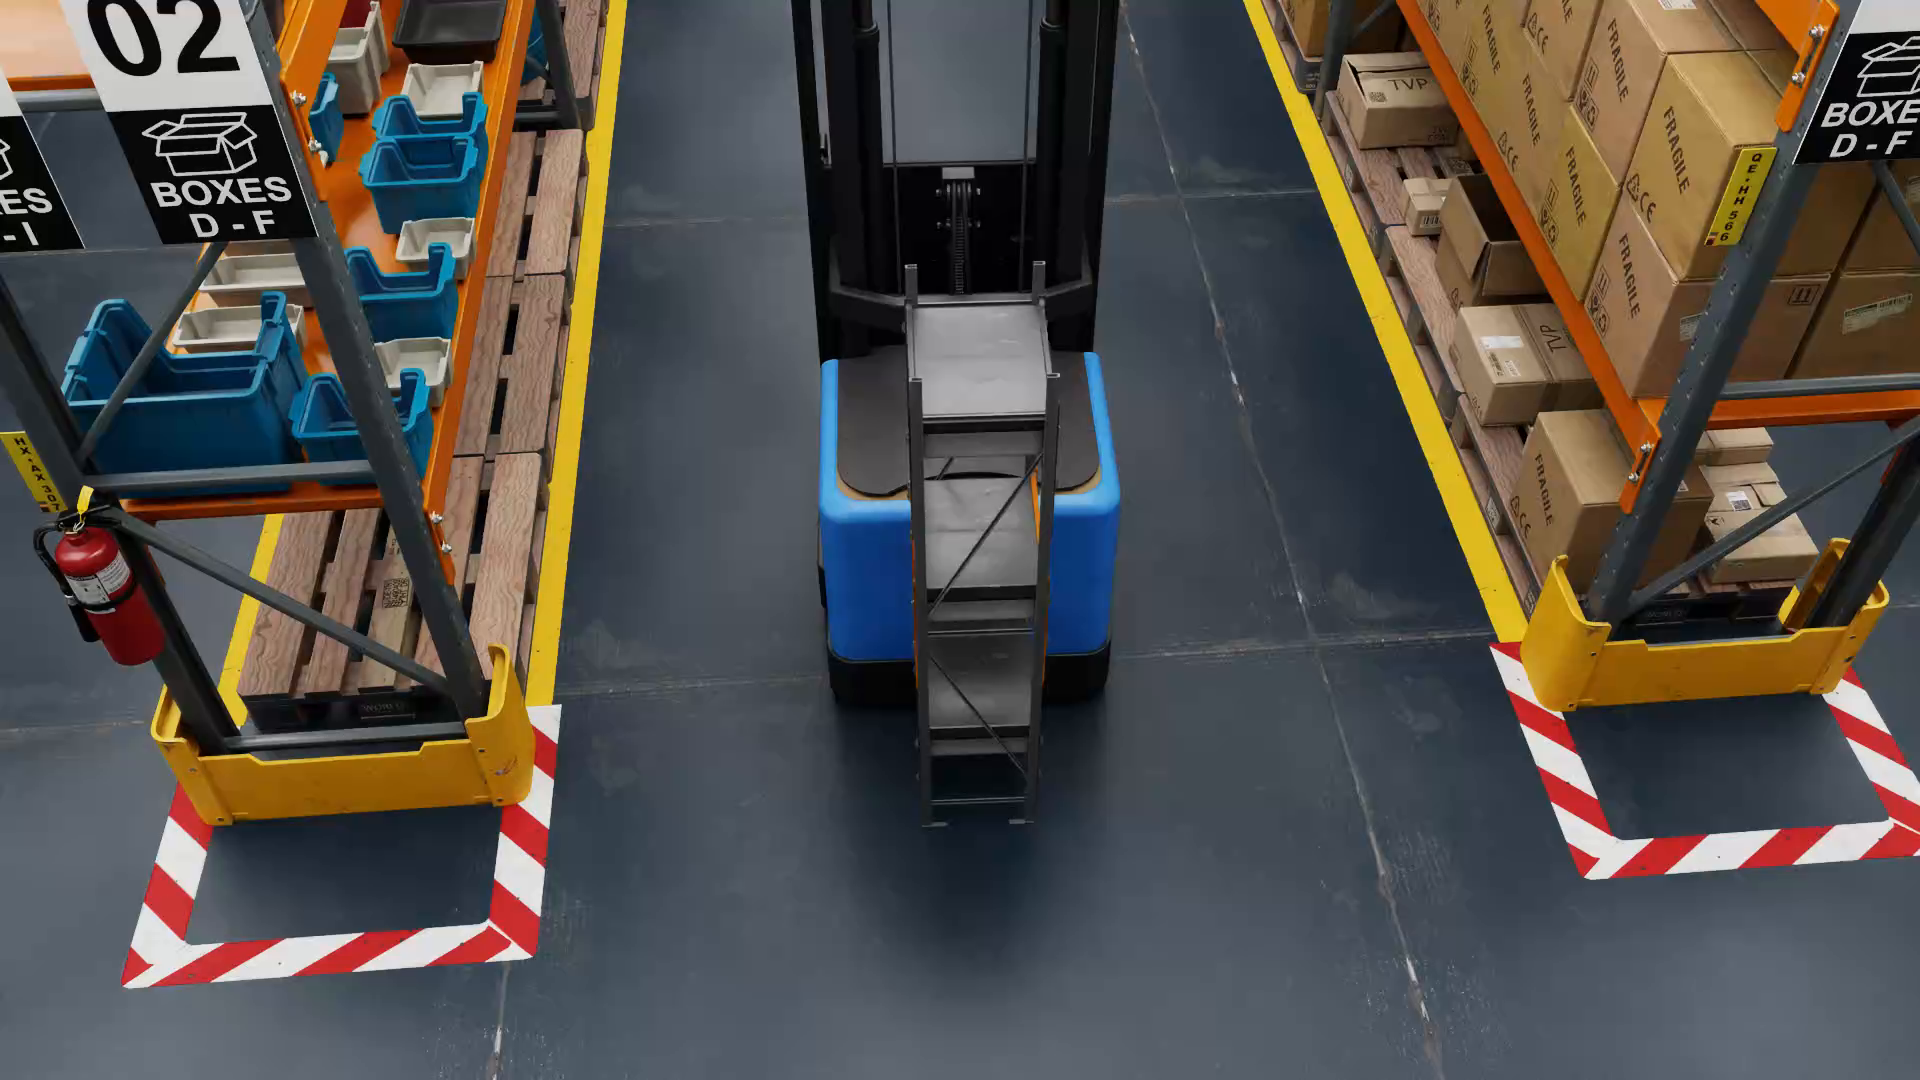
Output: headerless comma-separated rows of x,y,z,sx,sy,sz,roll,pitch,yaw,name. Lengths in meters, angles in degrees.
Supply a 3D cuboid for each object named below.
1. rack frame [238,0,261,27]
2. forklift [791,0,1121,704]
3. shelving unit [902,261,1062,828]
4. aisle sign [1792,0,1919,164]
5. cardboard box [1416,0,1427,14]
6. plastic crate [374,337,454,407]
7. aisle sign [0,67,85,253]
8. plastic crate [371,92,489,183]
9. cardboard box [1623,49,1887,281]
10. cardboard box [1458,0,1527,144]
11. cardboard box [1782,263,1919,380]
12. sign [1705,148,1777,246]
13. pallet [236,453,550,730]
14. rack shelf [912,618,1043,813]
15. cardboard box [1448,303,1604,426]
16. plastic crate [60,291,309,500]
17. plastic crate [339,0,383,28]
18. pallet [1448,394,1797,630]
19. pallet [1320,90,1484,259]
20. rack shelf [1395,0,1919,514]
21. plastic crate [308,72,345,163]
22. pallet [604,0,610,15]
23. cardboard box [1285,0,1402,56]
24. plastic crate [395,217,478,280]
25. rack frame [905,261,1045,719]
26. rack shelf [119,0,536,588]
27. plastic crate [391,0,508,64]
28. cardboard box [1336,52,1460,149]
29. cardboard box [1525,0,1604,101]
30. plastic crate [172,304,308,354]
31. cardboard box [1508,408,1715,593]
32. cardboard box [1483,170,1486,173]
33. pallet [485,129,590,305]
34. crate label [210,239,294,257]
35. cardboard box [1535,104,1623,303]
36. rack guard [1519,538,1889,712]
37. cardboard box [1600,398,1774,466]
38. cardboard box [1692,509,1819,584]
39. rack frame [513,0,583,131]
-2.164,-2.249,2.819,1.000,3.000,0.127,-3,47,-3,rack frame
-0.028,-1.459,6.250,1.130,2.935,3.031,-2,47,-2,forklift
0.054,0.114,5.332,0.431,2.100,0.503,-2,47,-2,shelving unit
2.472,-1.310,4.271,0.394,0.787,0.004,-3,47,-3,aisle sign
2.254,-2.657,7.268,0.500,0.500,0.500,-3,47,-3,cardboard box
-1.801,-0.552,5.483,0.250,0.136,0.298,-3,47,-3,plastic crate
-2.450,-1.010,3.987,0.394,0.787,0.004,-3,47,-3,aisle sign
-1.992,-1.518,6.332,0.416,0.233,0.300,-3,47,-3,plastic crate
2.461,-1.168,5.169,0.500,0.500,0.500,-4,47,-4,cardboard box
2.338,-1.927,6.577,0.500,0.500,0.500,-4,47,-4,cardboard box
2.997,-0.856,5.562,0.500,0.500,0.500,-3,47,-2,cardboard box
2.217,-0.972,4.726,0.100,0.325,0.005,-3,47,-3,sign
-2.195,0.174,6.577,1.003,0.211,1.213,-3,47,-3,pallet
0.054,0.605,5.850,0.431,0.518,0.480,-2,47,-2,rack shelf
2.431,-0.758,7.129,0.500,0.250,0.500,-3,47,-3,cardboard box
-2.379,-0.450,5.181,0.616,0.435,0.499,-3,47,-3,plastic crate
-2.674,-2.462,7.066,0.402,0.464,0.583,-3,47,-3,plastic crate
2.698,-0.157,6.890,1.003,0.211,1.213,-3,47,-3,pallet
2.494,-1.923,8.562,1.003,0.211,1.213,-3,47,-3,pallet
2.604,-1.684,6.911,1.077,0.370,4.000,-3,47,-3,rack shelf
-2.592,-1.619,6.428,0.416,0.233,0.300,-3,47,-3,plastic crate
-2.628,-3.567,10.119,1.003,0.211,1.213,-3,47,-3,pallet
2.110,-3.010,9.090,0.500,0.500,0.500,-4,47,-4,cardboard box
-1.858,-1.043,5.948,0.250,0.136,0.298,-3,47,-3,plastic crate
0.043,-0.063,5.500,0.400,2.100,0.015,-2,47,-2,rack frame
-2.332,-1.386,6.628,1.077,0.370,4.000,-3,47,-3,rack shelf
-2.138,-2.213,7.064,0.437,0.125,0.590,-3,47,-3,plastic crate
2.257,-2.288,8.537,0.500,0.311,0.500,-3,47,-3,cardboard box
2.369,-1.908,5.870,0.500,0.500,0.500,-2,47,-2,cardboard box
-2.413,-0.695,5.619,0.396,0.136,0.243,-3,47,-3,plastic crate
2.481,-0.155,6.386,0.500,0.500,0.500,-3,47,-3,cardboard box
2.830,-1.668,7.949,0.500,0.311,0.500,-3,47,-3,cardboard box
-2.399,-1.592,8.249,1.003,0.211,1.213,-3,47,-3,pallet
-2.471,-1.106,6.008,0.396,0.136,0.243,-3,47,-3,crate label
2.416,-1.201,5.890,0.500,0.500,0.500,-3,47,-3,cardboard box
2.766,0.320,6.239,1.175,0.500,0.348,-3,47,-3,rack guard
2.967,-0.463,6.849,0.500,0.250,0.500,-3,47,-3,cardboard box
3.079,0.021,6.461,0.380,0.149,0.250,-3,47,-3,cardboard box
-2.499,-3.080,7.738,1.000,3.000,0.127,-3,47,-3,rack frame
